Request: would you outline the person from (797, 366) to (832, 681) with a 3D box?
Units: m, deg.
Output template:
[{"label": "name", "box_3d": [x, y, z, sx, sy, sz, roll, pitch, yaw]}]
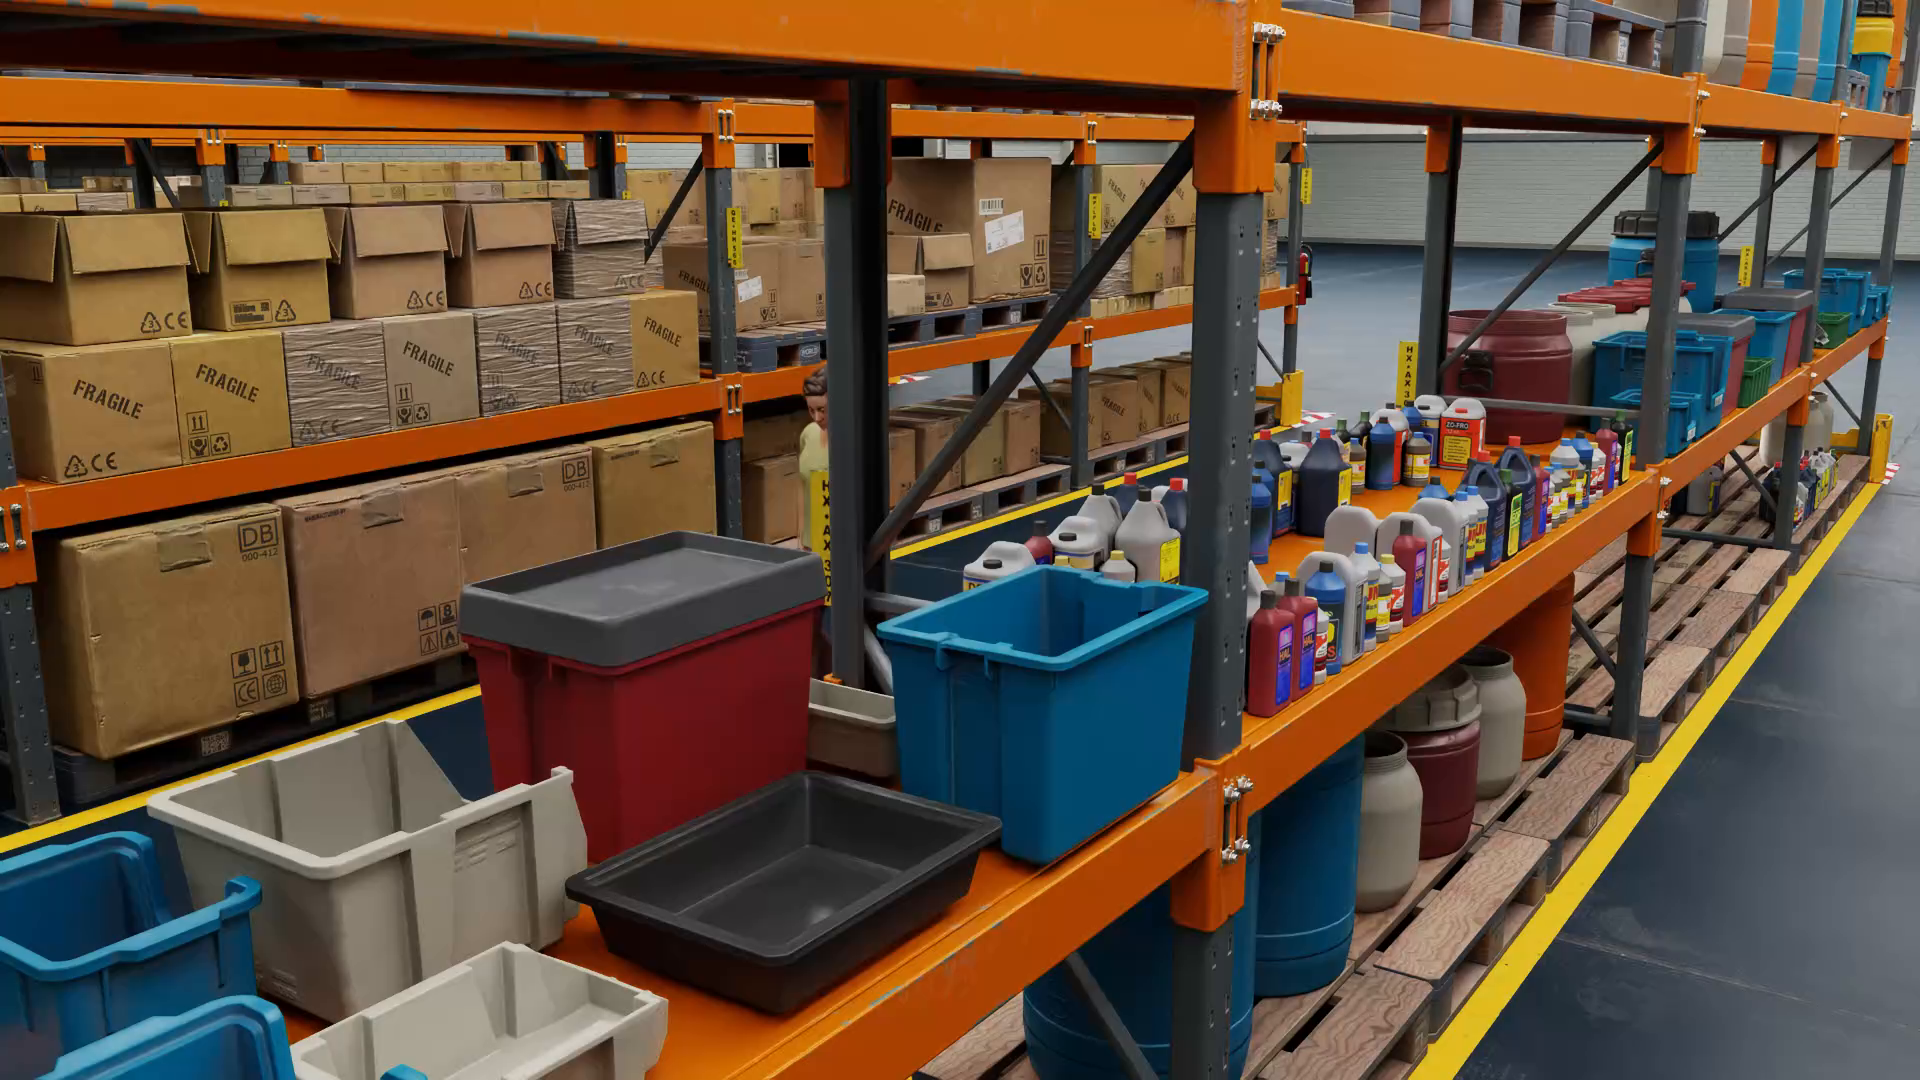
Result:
[{"label": "person", "box_3d": [-0.542, 0.050, 7.339, 0.460, 1.652, 0.347, 9, 16, 34]}]
